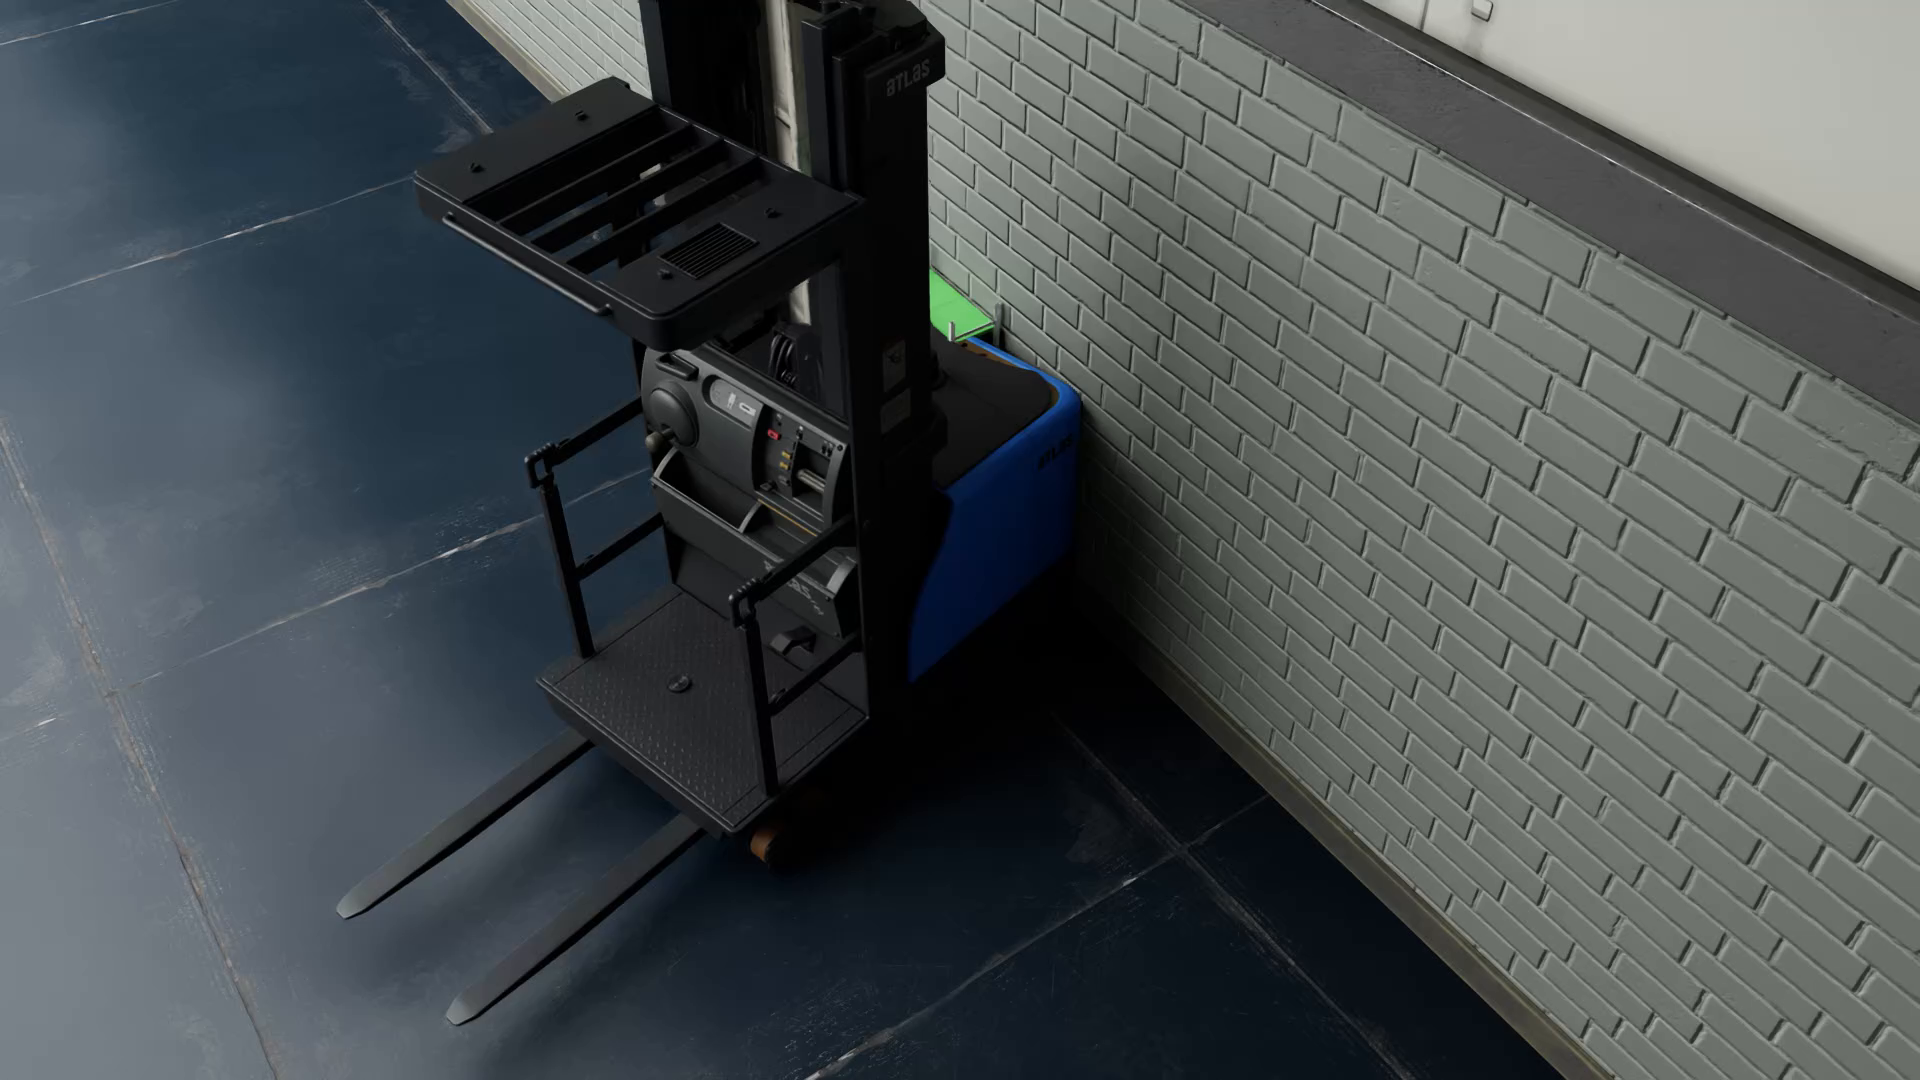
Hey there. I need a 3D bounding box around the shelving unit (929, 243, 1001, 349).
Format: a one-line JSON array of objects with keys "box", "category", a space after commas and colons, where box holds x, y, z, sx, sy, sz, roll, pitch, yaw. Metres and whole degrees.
[{"box": [-0.095, -0.592, 6.993, 0.258, 1.200, 0.503, -26, 51, -25], "category": "shelving unit"}]

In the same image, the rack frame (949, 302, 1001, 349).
[{"box": [0.047, -0.451, 6.853, 0.240, 1.200, 0.015, -26, 51, -25], "category": "rack frame"}]

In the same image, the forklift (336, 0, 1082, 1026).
[{"box": [-0.867, -0.291, 5.423, 1.130, 2.935, 3.031, 31, 52, 28], "category": "forklift"}]

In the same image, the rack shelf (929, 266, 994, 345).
[{"box": [-0.086, -0.889, 6.701, 0.258, 0.148, 0.480, -26, 51, -25], "category": "rack shelf"}]

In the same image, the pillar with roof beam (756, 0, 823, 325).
[{"box": [-4.178, -2.253, 3.084, 9.100, 9.000, 0.400, -26, 49, -24], "category": "pillar with roof beam"}]
